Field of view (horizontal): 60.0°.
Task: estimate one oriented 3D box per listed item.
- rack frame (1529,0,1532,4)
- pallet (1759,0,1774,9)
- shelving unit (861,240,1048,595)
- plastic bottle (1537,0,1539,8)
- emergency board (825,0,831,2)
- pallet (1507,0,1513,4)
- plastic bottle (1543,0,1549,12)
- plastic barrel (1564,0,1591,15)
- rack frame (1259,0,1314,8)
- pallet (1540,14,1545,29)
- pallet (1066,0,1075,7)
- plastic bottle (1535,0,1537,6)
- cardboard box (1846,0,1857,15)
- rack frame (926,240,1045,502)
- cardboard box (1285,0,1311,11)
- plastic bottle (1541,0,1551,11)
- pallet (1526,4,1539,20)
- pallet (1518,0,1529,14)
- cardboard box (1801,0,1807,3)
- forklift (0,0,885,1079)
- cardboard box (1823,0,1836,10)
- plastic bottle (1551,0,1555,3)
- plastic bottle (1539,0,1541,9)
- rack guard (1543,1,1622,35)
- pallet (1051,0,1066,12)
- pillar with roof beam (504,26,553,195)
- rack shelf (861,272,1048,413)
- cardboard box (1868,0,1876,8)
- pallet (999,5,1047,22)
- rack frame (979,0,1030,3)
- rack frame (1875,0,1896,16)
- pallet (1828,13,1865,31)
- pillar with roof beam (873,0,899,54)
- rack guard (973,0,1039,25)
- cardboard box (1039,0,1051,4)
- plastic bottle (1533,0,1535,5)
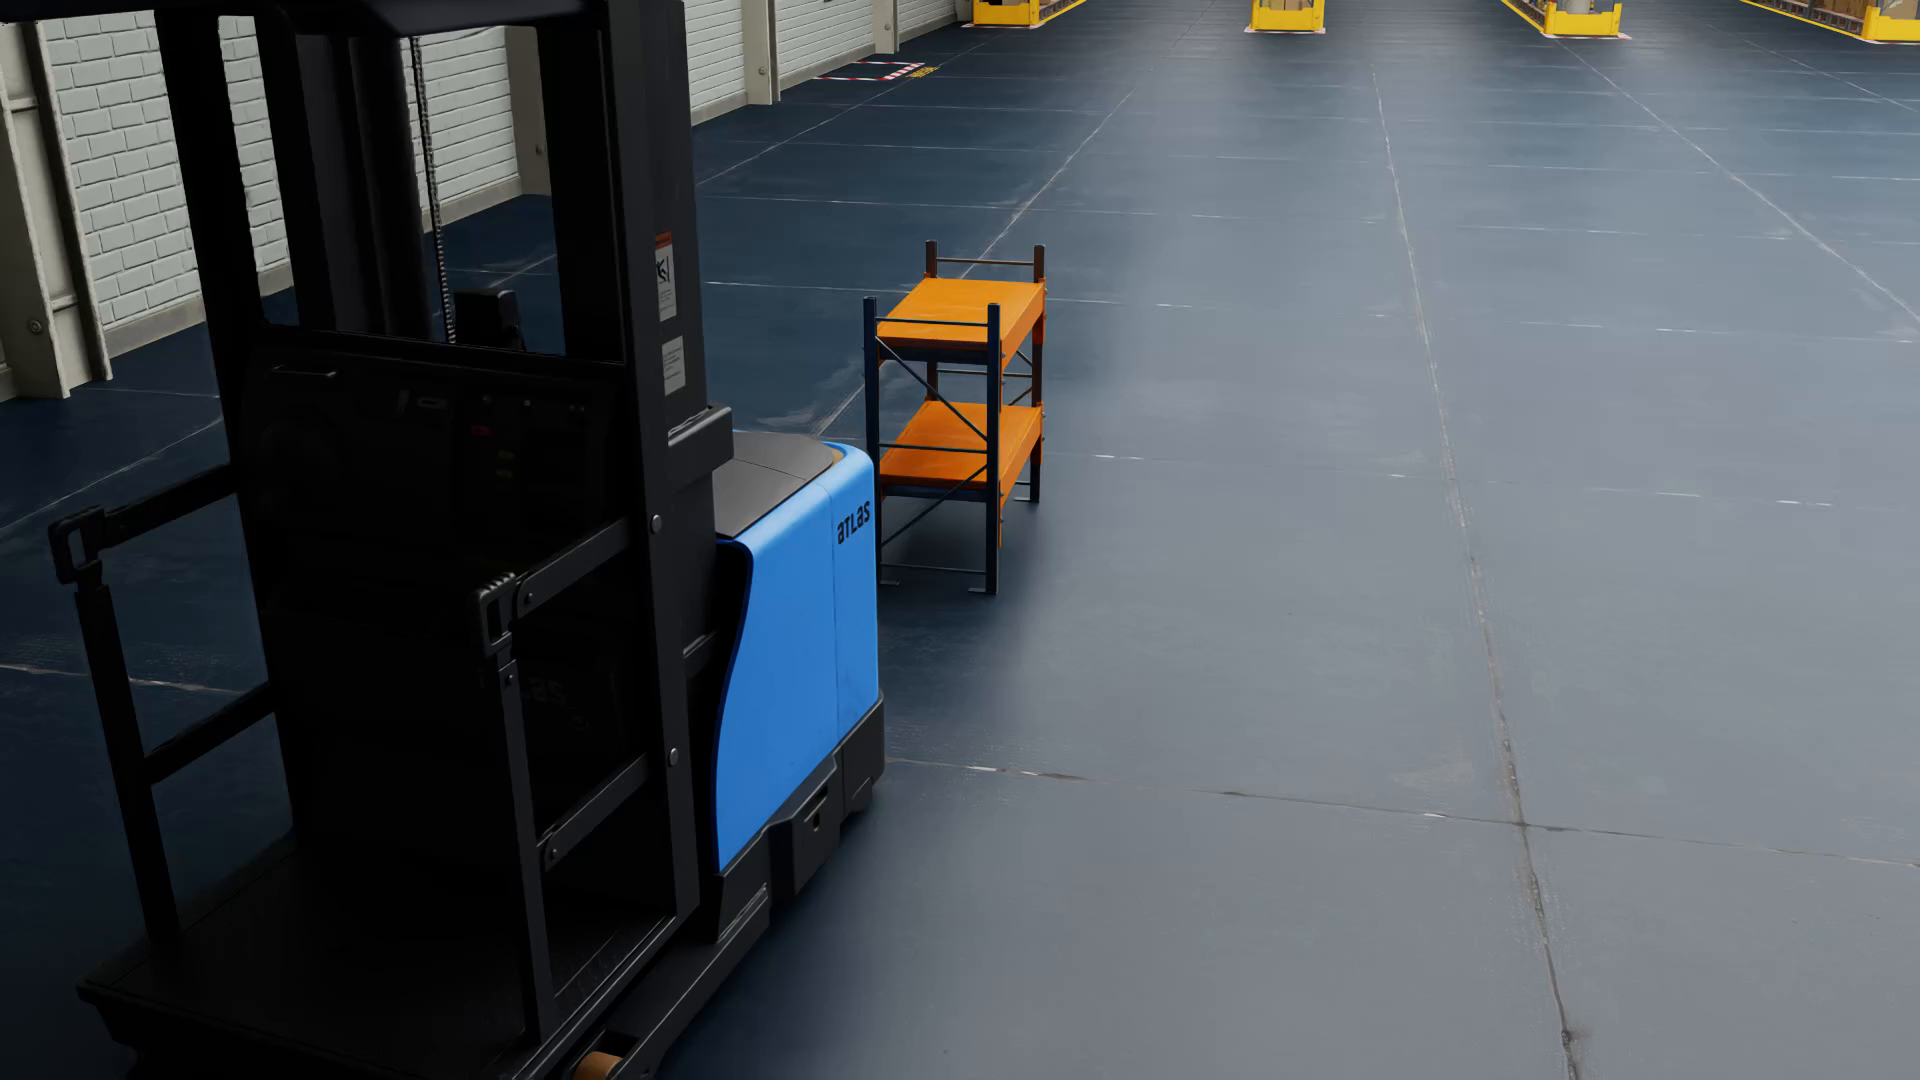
[{"bbox_3d":[11.323,-11.377,31.086,1.000,3.000,0.127,4,22,11],"label":"rack frame"},{"bbox_3d":[16.827,-10.883,33.592,1.003,0.211,1.213,4,22,11],"label":"pallet"},{"bbox_3d":[0.001,-0.524,6.650,0.538,1.125,1.048,4,22,11],"label":"shelving unit"},{"bbox_3d":[10.633,-9.848,30.448,0.097,0.201,0.097,0,22,0],"label":"plastic bottle"},{"bbox_3d":[-1.682,-7.894,22.438,0.157,1.169,0.626,4,22,11],"label":"emergency board"},{"bbox_3d":[11.943,-11.266,34.543,1.003,0.211,1.213,4,22,11],"label":"pallet"},{"bbox_3d":[10.452,-9.525,29.645,0.097,0.201,0.097,0,22,0],"label":"plastic bottle"},{"bbox_3d":[10.566,-9.201,28.452,0.421,0.512,0.421,0,22,0],"label":"plastic barrel"},{"bbox_3d":[5.658,-10.293,28.395,1.000,3.000,0.127,4,22,11],"label":"rack frame"},{"bbox_3d":[10.647,-8.948,28.789,1.003,0.211,1.213,4,22,11],"label":"pallet"},{"bbox_3d":[1.782,-11.123,34.189,1.003,0.211,1.213,4,22,11],"label":"pallet"},{"bbox_3d":[10.713,-10.019,30.673,0.144,0.351,0.185,4,22,9],"label":"plastic bottle"},{"bbox_3d":[15.891,-9.448,29.081,0.500,0.500,0.500,2,22,6],"label":"cardboard box"},{"bbox_3d":[0.105,-0.710,7.111,0.500,1.125,0.032,4,22,11],"label":"rack frame"},{"bbox_3d":[5.985,-9.391,29.275,0.500,0.250,0.500,4,22,11],"label":"cardboard box"},{"bbox_3d":[10.530,-9.649,29.855,0.152,0.276,0.135,5,22,11],"label":"plastic bottle"},{"bbox_3d":[11.145,-9.841,31.005,1.003,0.211,1.213,4,22,11],"label":"pallet"},{"bbox_3d":[11.445,-10.373,32.327,1.003,0.211,1.213,4,22,11],"label":"pallet"},{"bbox_3d":[16.434,-10.439,31.516,0.700,0.500,0.500,4,22,11],"label":"cardboard box"},{"bbox_3d":[-1.220,-0.175,3.365,1.130,2.935,3.031,8,23,19],"label":"forklift"},{"bbox_3d":[16.051,-9.891,30.181,0.500,0.500,0.500,4,22,9],"label":"cardboard box"},{"bbox_3d":[10.635,-9.645,29.834,0.061,0.283,0.133,4,22,11],"label":"plastic bottle"},{"bbox_3d":[10.589,-9.796,30.118,0.144,0.351,0.185,5,23,13],"label":"plastic bottle"},{"bbox_3d":[10.476,-8.785,27.999,1.175,0.500,0.348,4,22,11],"label":"rack guard"},{"bbox_3d":[1.522,-10.590,32.866,1.003,0.211,1.213,4,22,11],"label":"pallet"},{"bbox_3d":[0.645,-6.862,11.847,9.100,9.000,0.400,4,22,11],"label":"pillar with roof beam"},{"bbox_3d":[0.001,-0.796,6.540,0.538,0.278,1.000,4,22,11],"label":"rack shelf"},{"bbox_3d":[15.588,-9.020,28.018,0.500,0.500,0.500,11,24,25],"label":"cardboard box"},{"bbox_3d":[1.024,-9.698,30.650,1.003,0.211,1.213,4,22,11],"label":"pallet"},{"bbox_3d":[0.808,-10.669,29.329,1.000,3.000,0.127,4,22,11],"label":"rack frame"},{"bbox_3d":[15.355,-9.536,26.516,1.000,3.000,0.127,4,22,11],"label":"rack frame"},{"bbox_3d":[15.822,-9.010,28.942,1.003,0.211,1.213,4,22,11],"label":"pallet"},{"bbox_3d":[3.094,-11.251,22.744,9.100,9.000,0.400,4,22,11],"label":"pillar with roof beam"},{"bbox_3d":[0.823,-9.537,29.865,1.175,0.500,0.348,4,22,11],"label":"rack guard"},{"bbox_3d":[1.352,-10.433,31.499,0.700,0.500,0.500,3,22,8],"label":"cardboard box"},{"bbox_3d":[10.789,-10.114,31.008,0.152,0.276,0.135,5,23,13],"label":"plastic bottle"}]
